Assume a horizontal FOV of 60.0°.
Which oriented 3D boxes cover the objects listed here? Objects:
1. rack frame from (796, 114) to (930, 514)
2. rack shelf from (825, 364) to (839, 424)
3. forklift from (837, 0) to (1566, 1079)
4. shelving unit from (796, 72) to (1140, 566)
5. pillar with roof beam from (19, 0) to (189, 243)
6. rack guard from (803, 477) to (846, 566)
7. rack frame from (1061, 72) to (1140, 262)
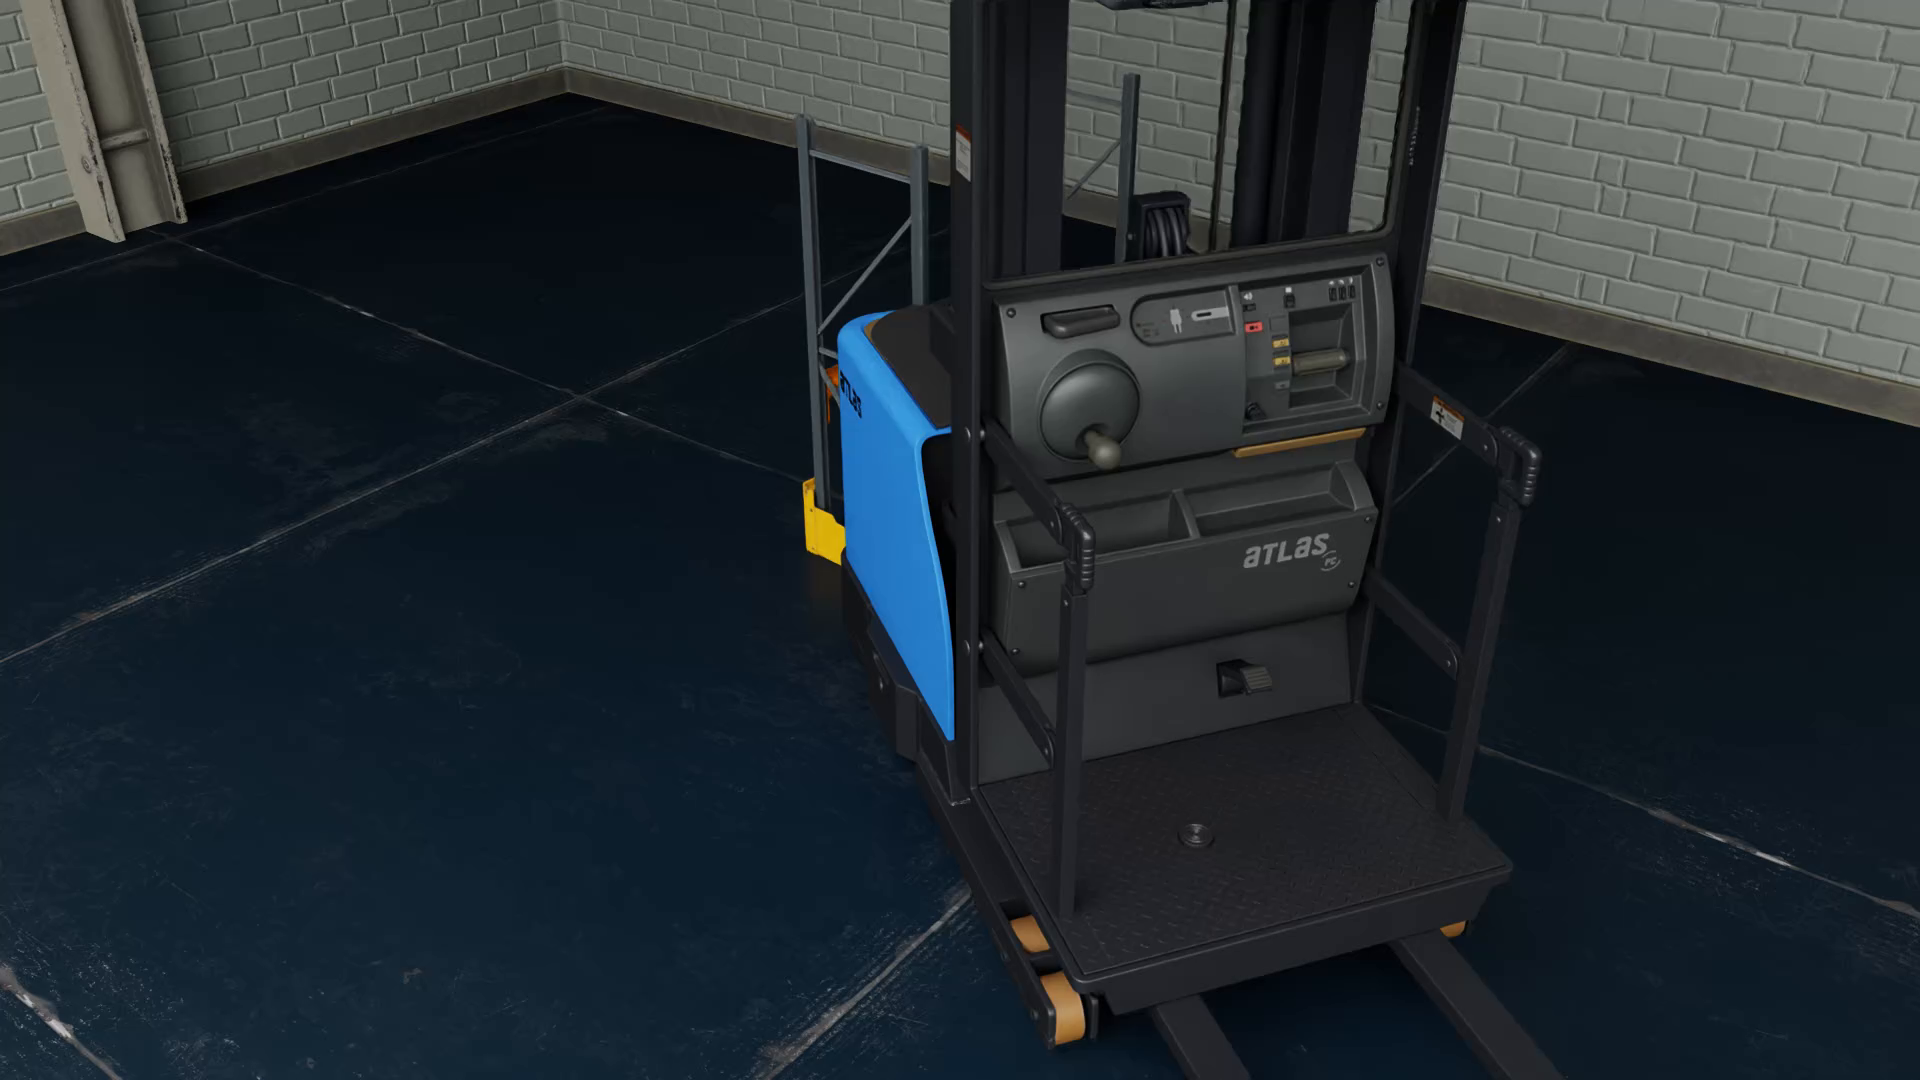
[{"bbox_3d":[-0.288,-0.534,5.181,0.500,1.500,0.032,24,38,34],"label":"rack frame"},{"bbox_3d":[0.045,-0.576,5.603,0.538,0.185,1.000,24,38,34],"label":"rack shelf"},{"bbox_3d":[0.602,-0.344,3.455,1.130,2.935,3.031,-10,32,-16],"label":"forklift"},{"bbox_3d":[0.039,-0.727,5.506,0.587,1.500,1.083,24,38,34],"label":"shelving unit"},{"bbox_3d":[-0.750,-4.145,3.917,9.100,9.000,0.400,21,37,31],"label":"pillar with roof beam"},{"bbox_3d":[-0.287,0.003,5.500,0.587,0.250,0.087,24,38,34],"label":"rack guard"},{"bbox_3d":[0.377,-0.927,5.842,0.500,1.500,0.032,24,38,34],"label":"rack frame"}]
